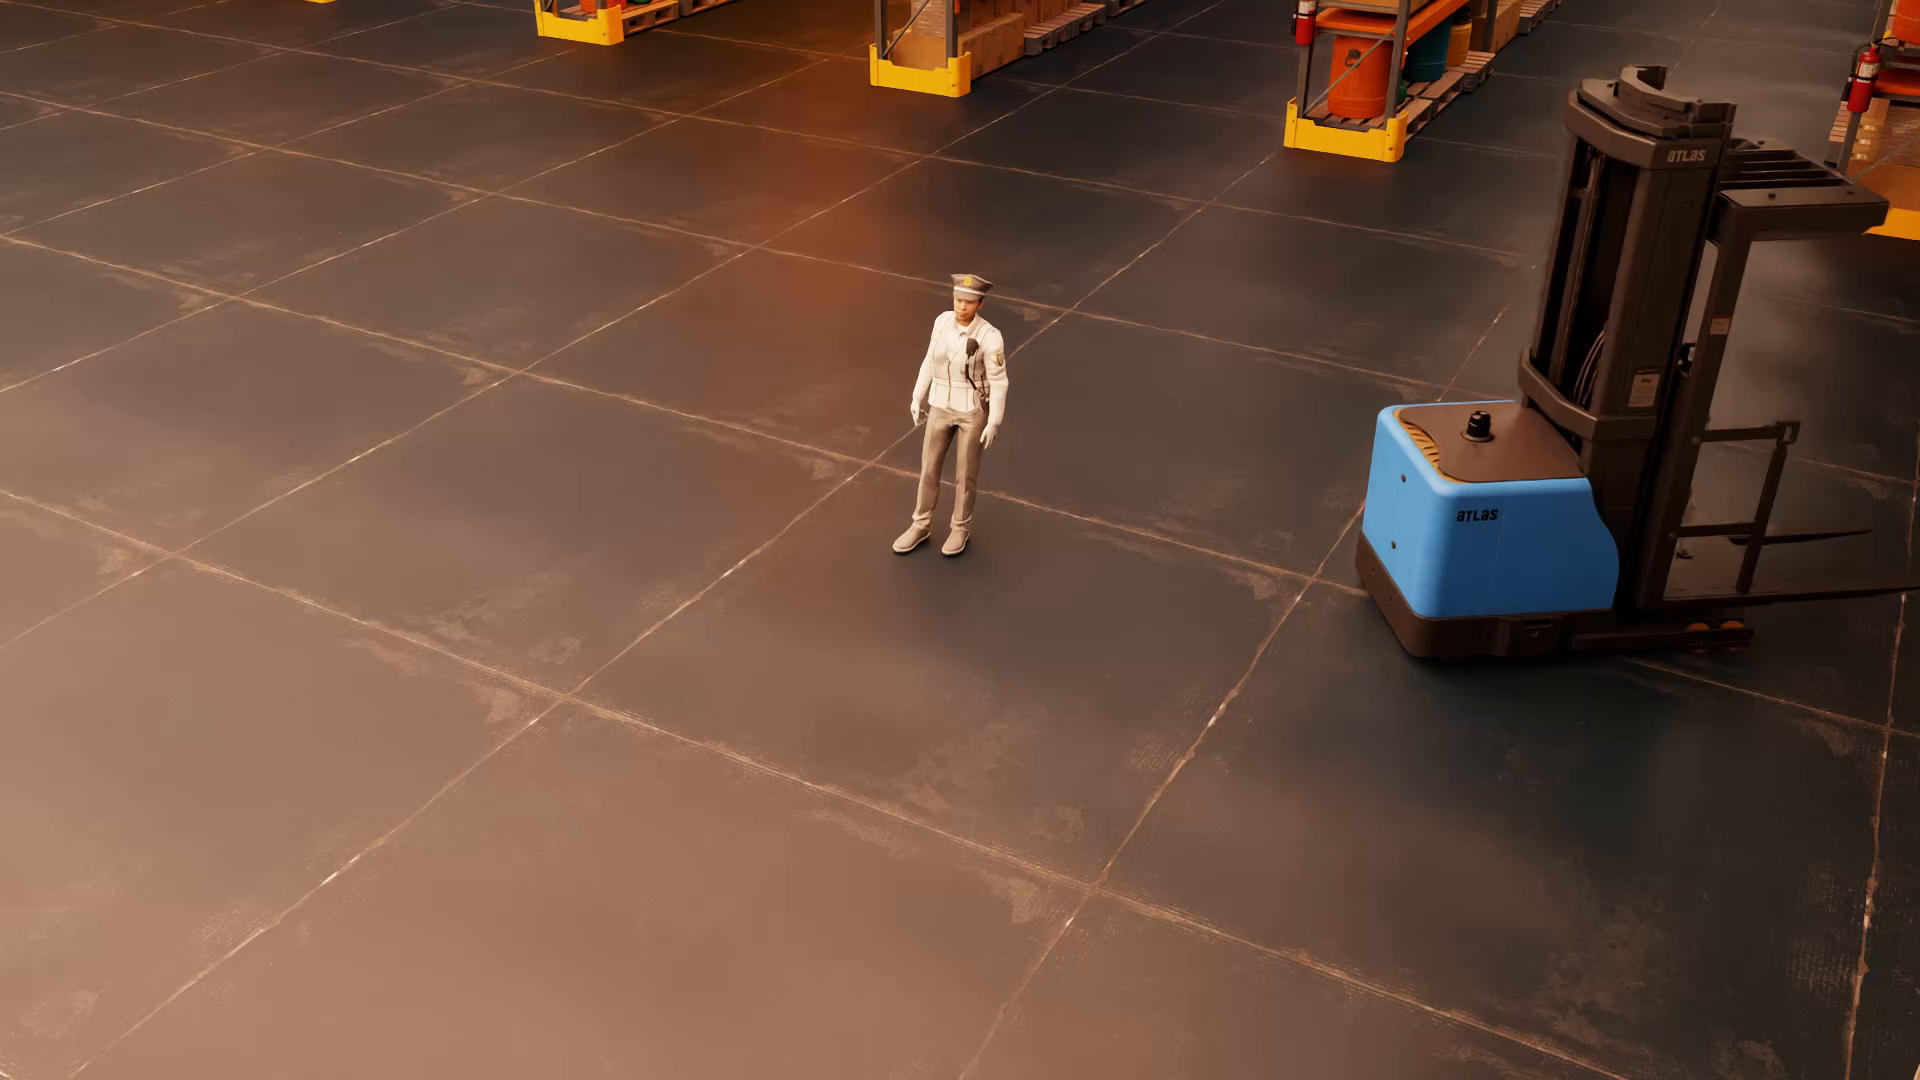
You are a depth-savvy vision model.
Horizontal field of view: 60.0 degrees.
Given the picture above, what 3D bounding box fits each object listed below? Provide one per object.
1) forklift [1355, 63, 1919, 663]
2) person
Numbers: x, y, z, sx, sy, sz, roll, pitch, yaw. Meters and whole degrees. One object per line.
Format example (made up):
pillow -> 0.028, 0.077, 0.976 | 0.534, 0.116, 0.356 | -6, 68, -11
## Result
forklift -> 3.830, -0.919, 8.662 | 3.031, 2.935, 1.130 | -3, 30, -5
person -> -0.040, -0.712, 9.527 | 0.586, 1.694, 0.530 | 15, 33, 25
